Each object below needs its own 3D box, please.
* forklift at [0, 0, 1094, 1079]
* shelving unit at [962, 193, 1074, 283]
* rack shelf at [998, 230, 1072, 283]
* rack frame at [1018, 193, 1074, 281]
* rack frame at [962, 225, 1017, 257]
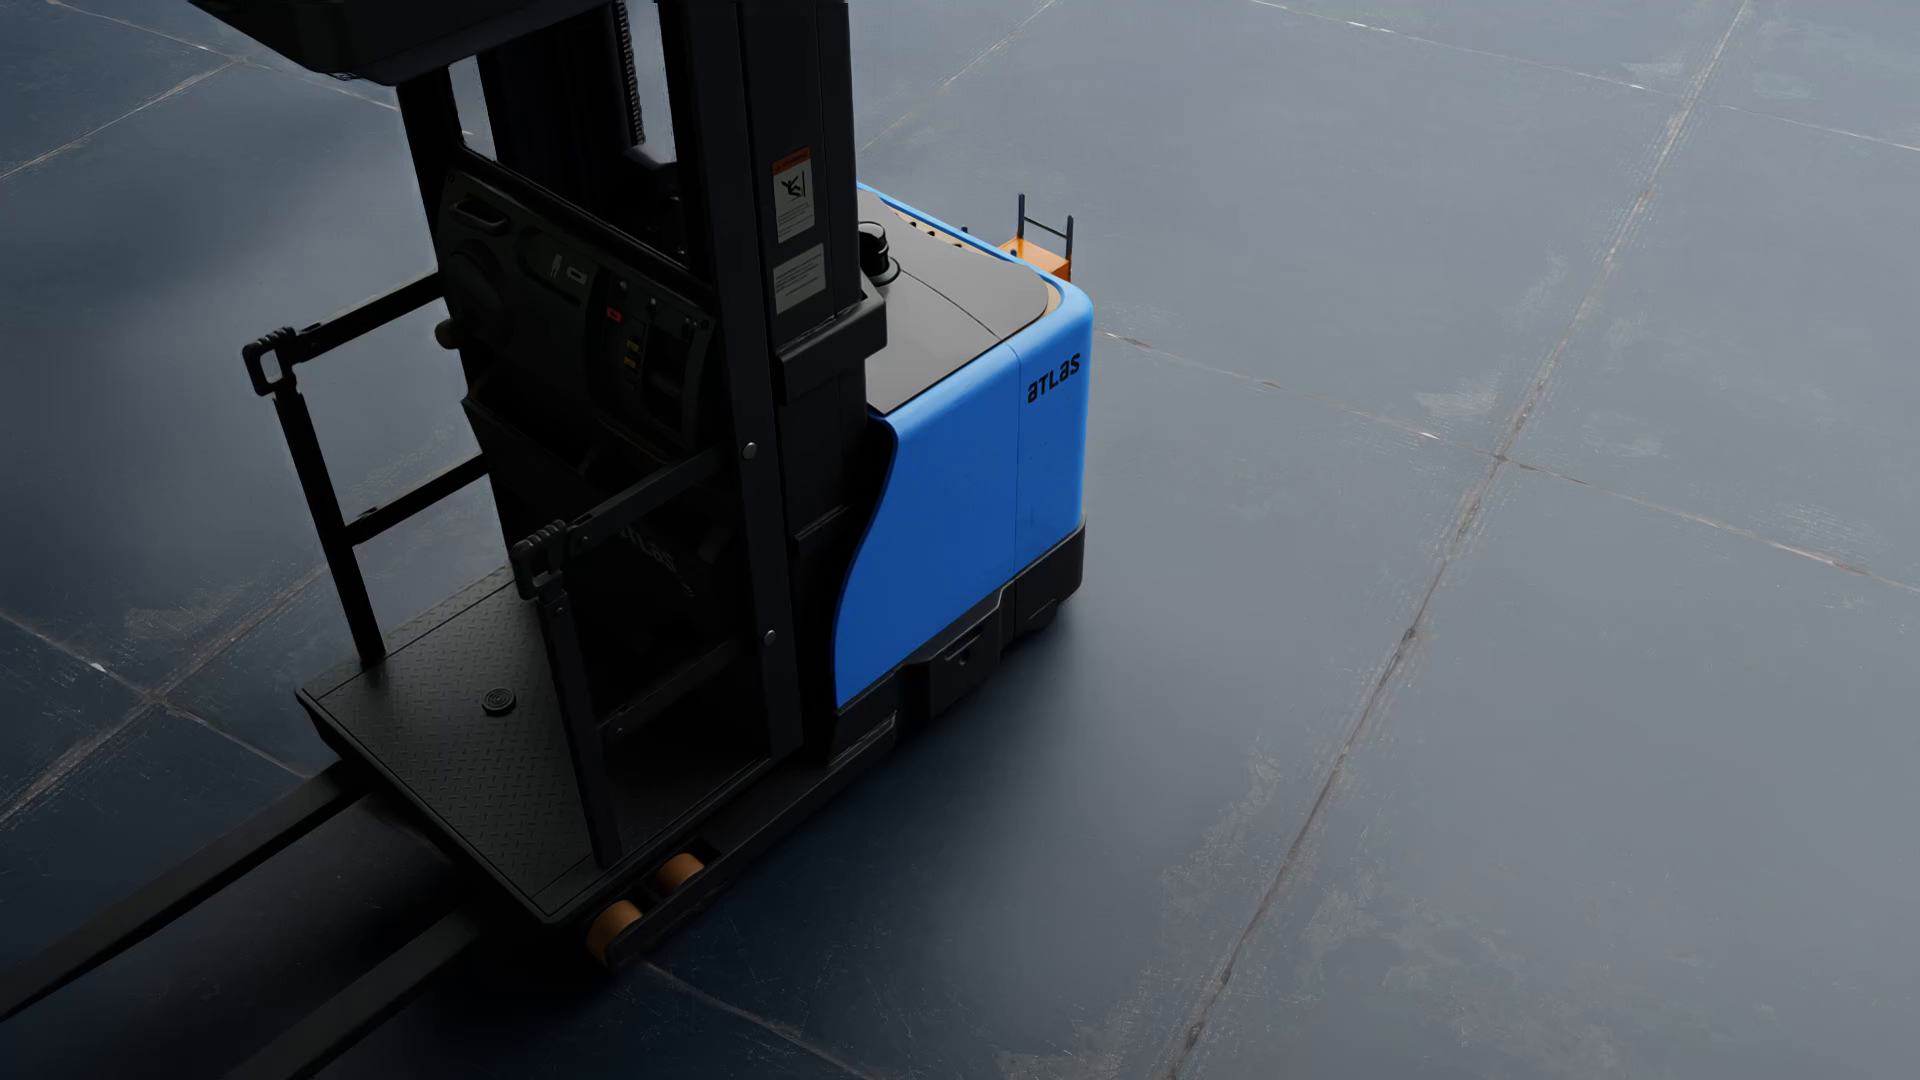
[{"bbox_3d":[-0.999,-0.438,3.530,1.130,2.935,3.031,31,50,31],"label":"forklift"},{"bbox_3d":[0.163,-0.503,5.027,0.215,1.050,0.252,31,50,31],"label":"shelving unit"},{"bbox_3d":[0.163,-0.708,4.846,0.215,0.259,0.240,31,50,31],"label":"rack shelf"},{"bbox_3d":[0.246,-0.562,5.094,0.200,1.050,0.008,31,50,31],"label":"rack frame"},{"bbox_3d":[0.080,-0.443,4.959,0.200,1.050,0.008,31,50,31],"label":"rack frame"}]
